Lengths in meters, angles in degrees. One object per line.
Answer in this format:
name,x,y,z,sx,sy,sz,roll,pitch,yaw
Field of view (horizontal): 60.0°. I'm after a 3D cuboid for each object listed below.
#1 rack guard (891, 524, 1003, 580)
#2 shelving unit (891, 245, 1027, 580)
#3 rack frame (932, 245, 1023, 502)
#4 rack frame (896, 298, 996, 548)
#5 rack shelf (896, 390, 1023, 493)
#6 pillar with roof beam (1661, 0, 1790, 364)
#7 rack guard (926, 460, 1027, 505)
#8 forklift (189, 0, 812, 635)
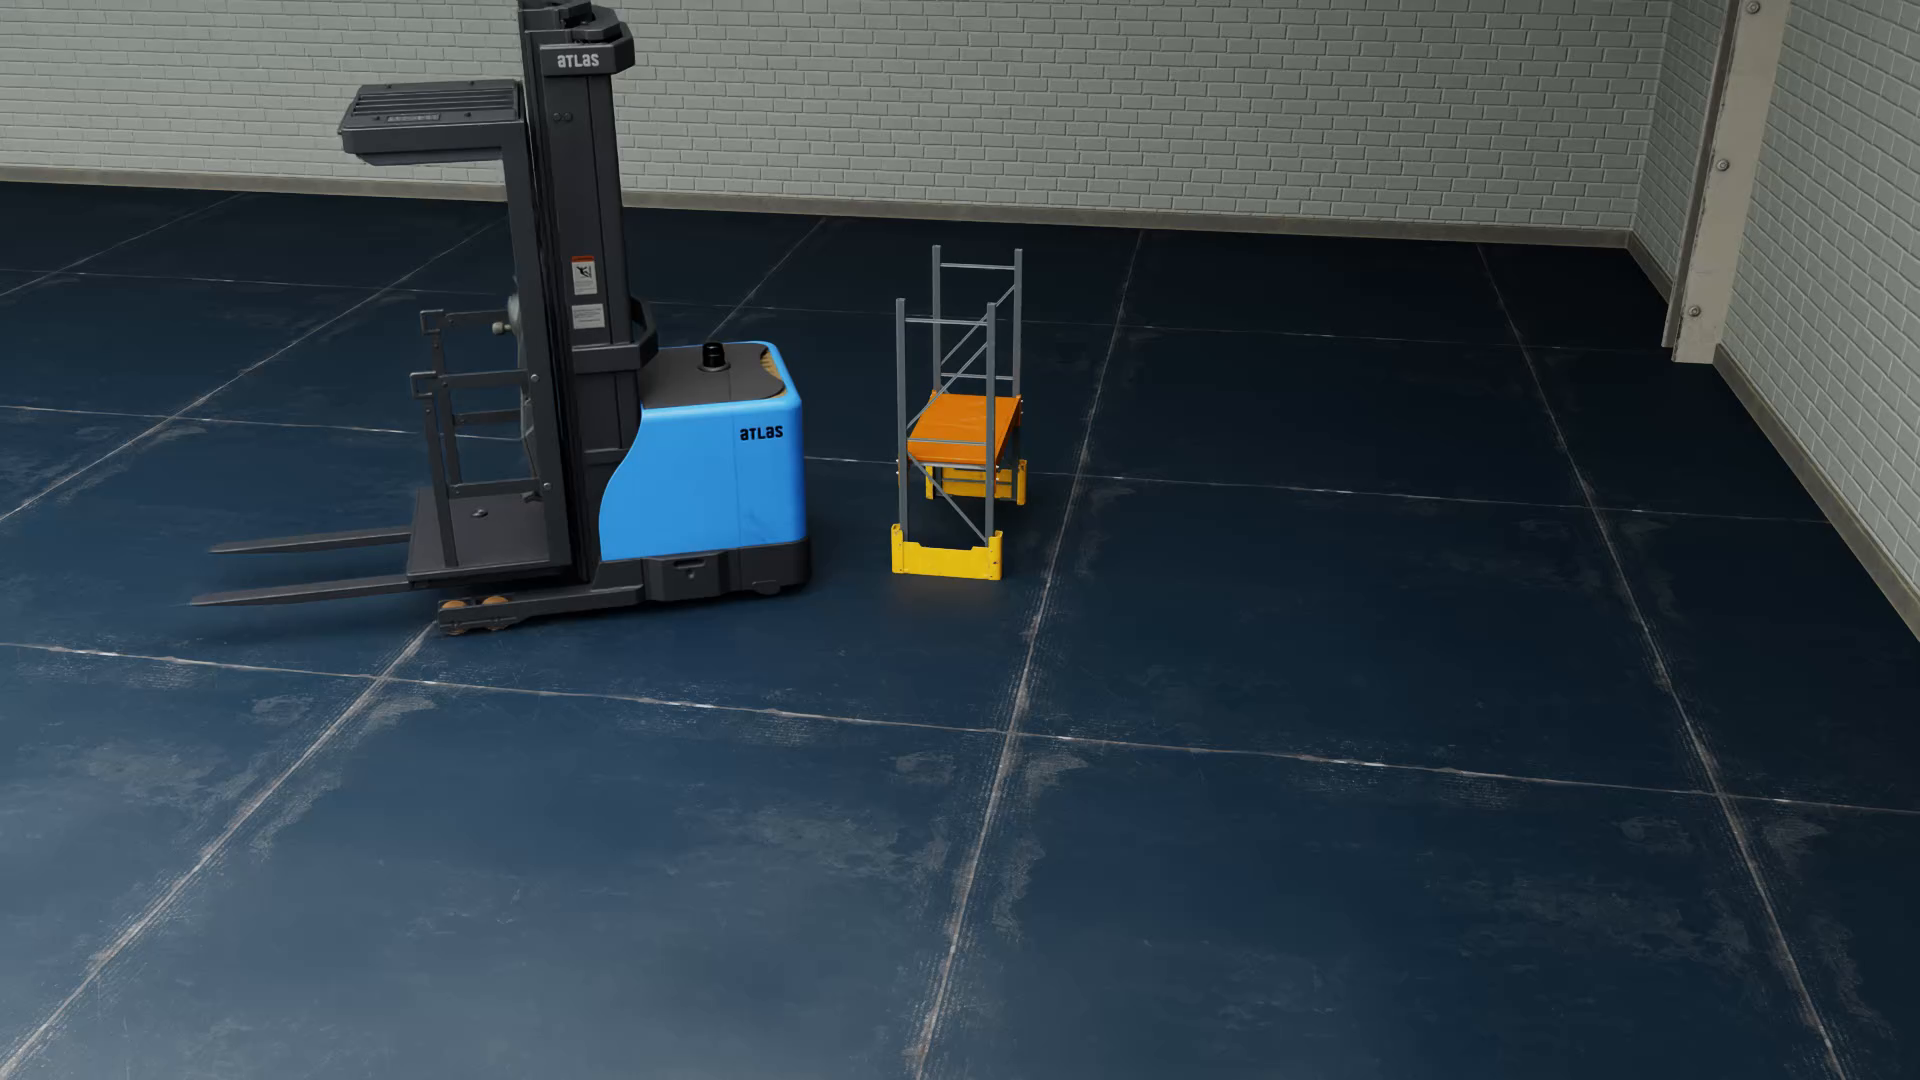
rack guard,-0.069,0.063,8.820,0.587,0.250,0.087,4,25,9
shelving unit,0.012,-0.711,9.000,0.587,1.500,1.083,4,25,9
rack frame,0.097,-0.928,9.462,0.500,1.500,0.032,4,25,9
rack frame,-0.069,-0.502,8.554,0.500,1.500,0.032,4,25,9
rack shelf,0.014,-0.552,9.085,0.538,0.185,1.000,4,25,9
pillar with roof beam,1.081,-5.733,10.883,9.100,9.000,0.400,4,25,9
rack guard,0.094,-0.353,9.710,0.587,0.250,0.087,4,25,9
forklift,-2.348,-1.105,8.153,3.031,2.935,1.130,-6,26,-12
